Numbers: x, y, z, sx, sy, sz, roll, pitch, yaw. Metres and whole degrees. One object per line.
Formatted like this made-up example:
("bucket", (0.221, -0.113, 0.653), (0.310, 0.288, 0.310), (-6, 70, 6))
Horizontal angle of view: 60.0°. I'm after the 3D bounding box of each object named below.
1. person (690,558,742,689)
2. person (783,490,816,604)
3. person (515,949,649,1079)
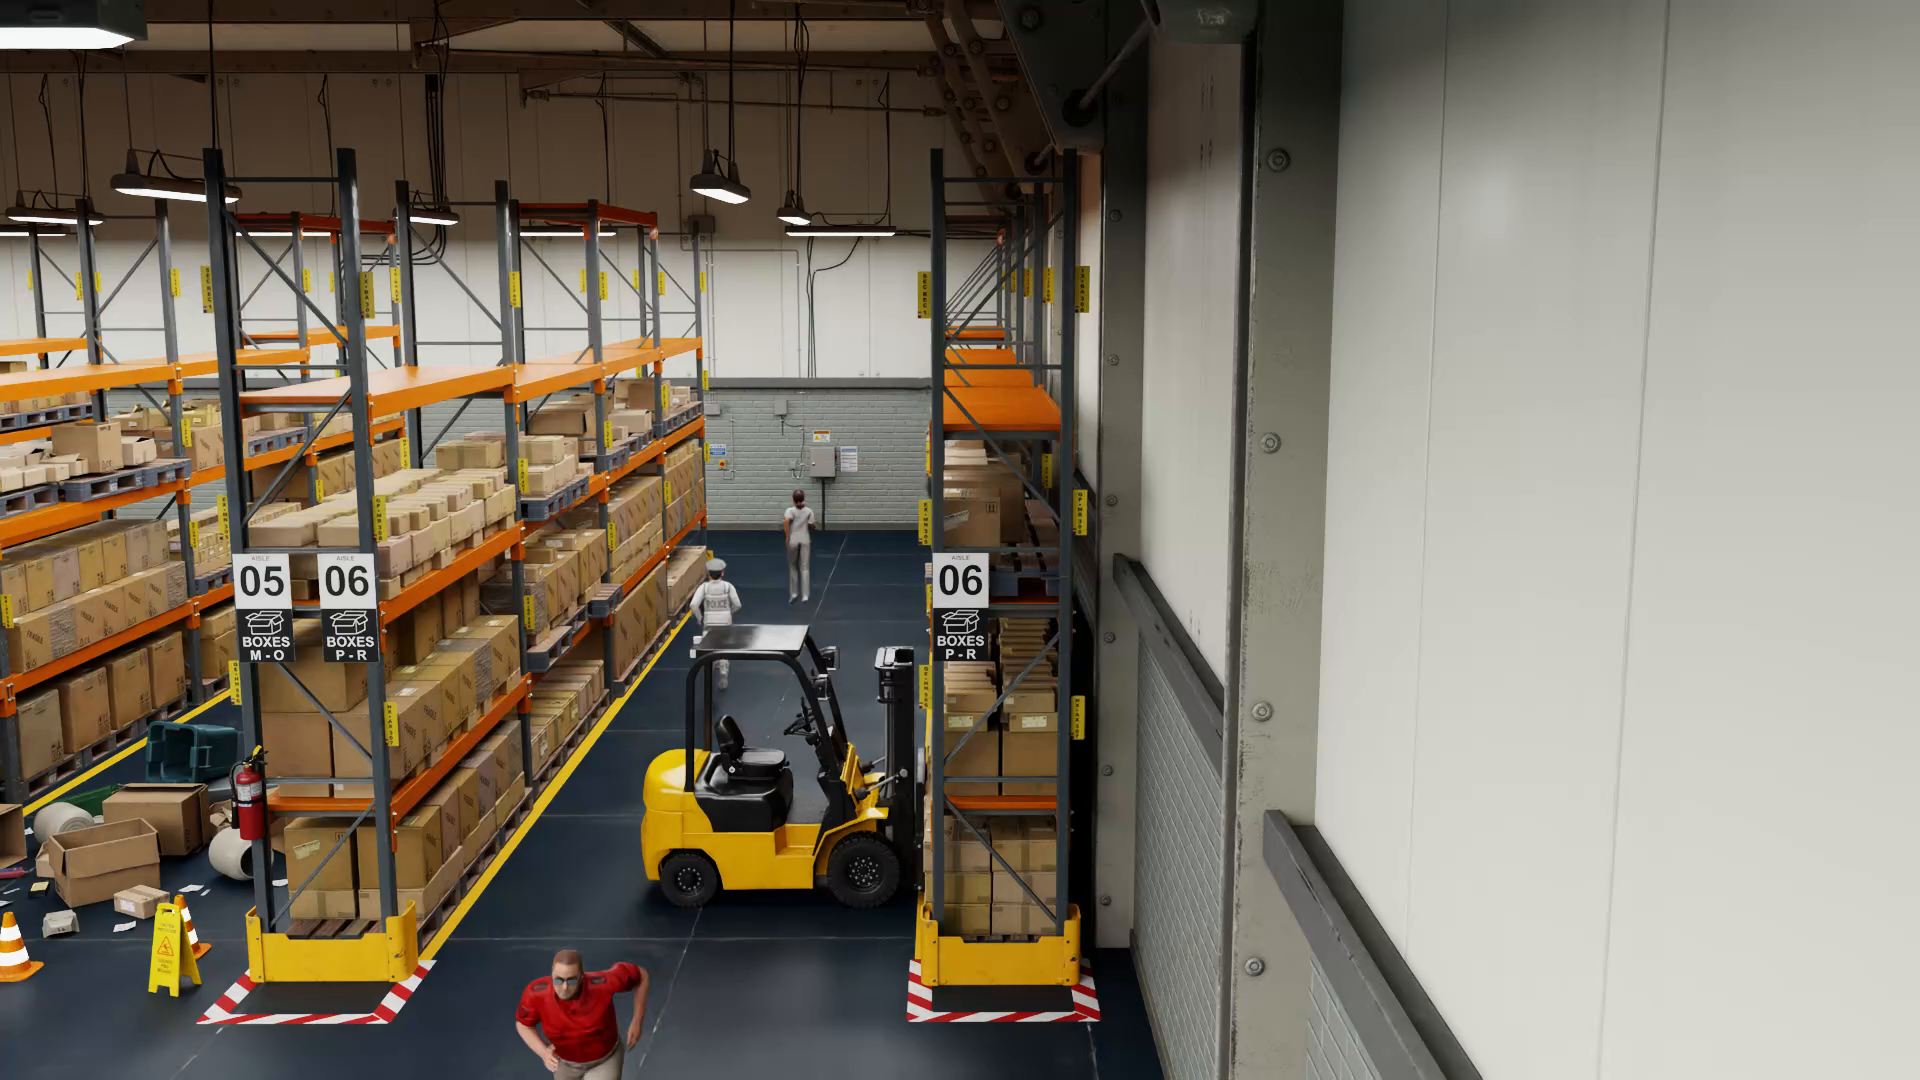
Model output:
("person", (-2.993, 1.011, 20.412), (0.627, 1.558, 0.848), (-1, 9, -9))
("person", (-2.382, 0.136, 24.659), (0.510, 1.761, 0.772), (-2, 9, -11))
("person", (-2.066, 2.941, 9.262), (0.707, 1.696, 1.015), (0, 9, -2))
